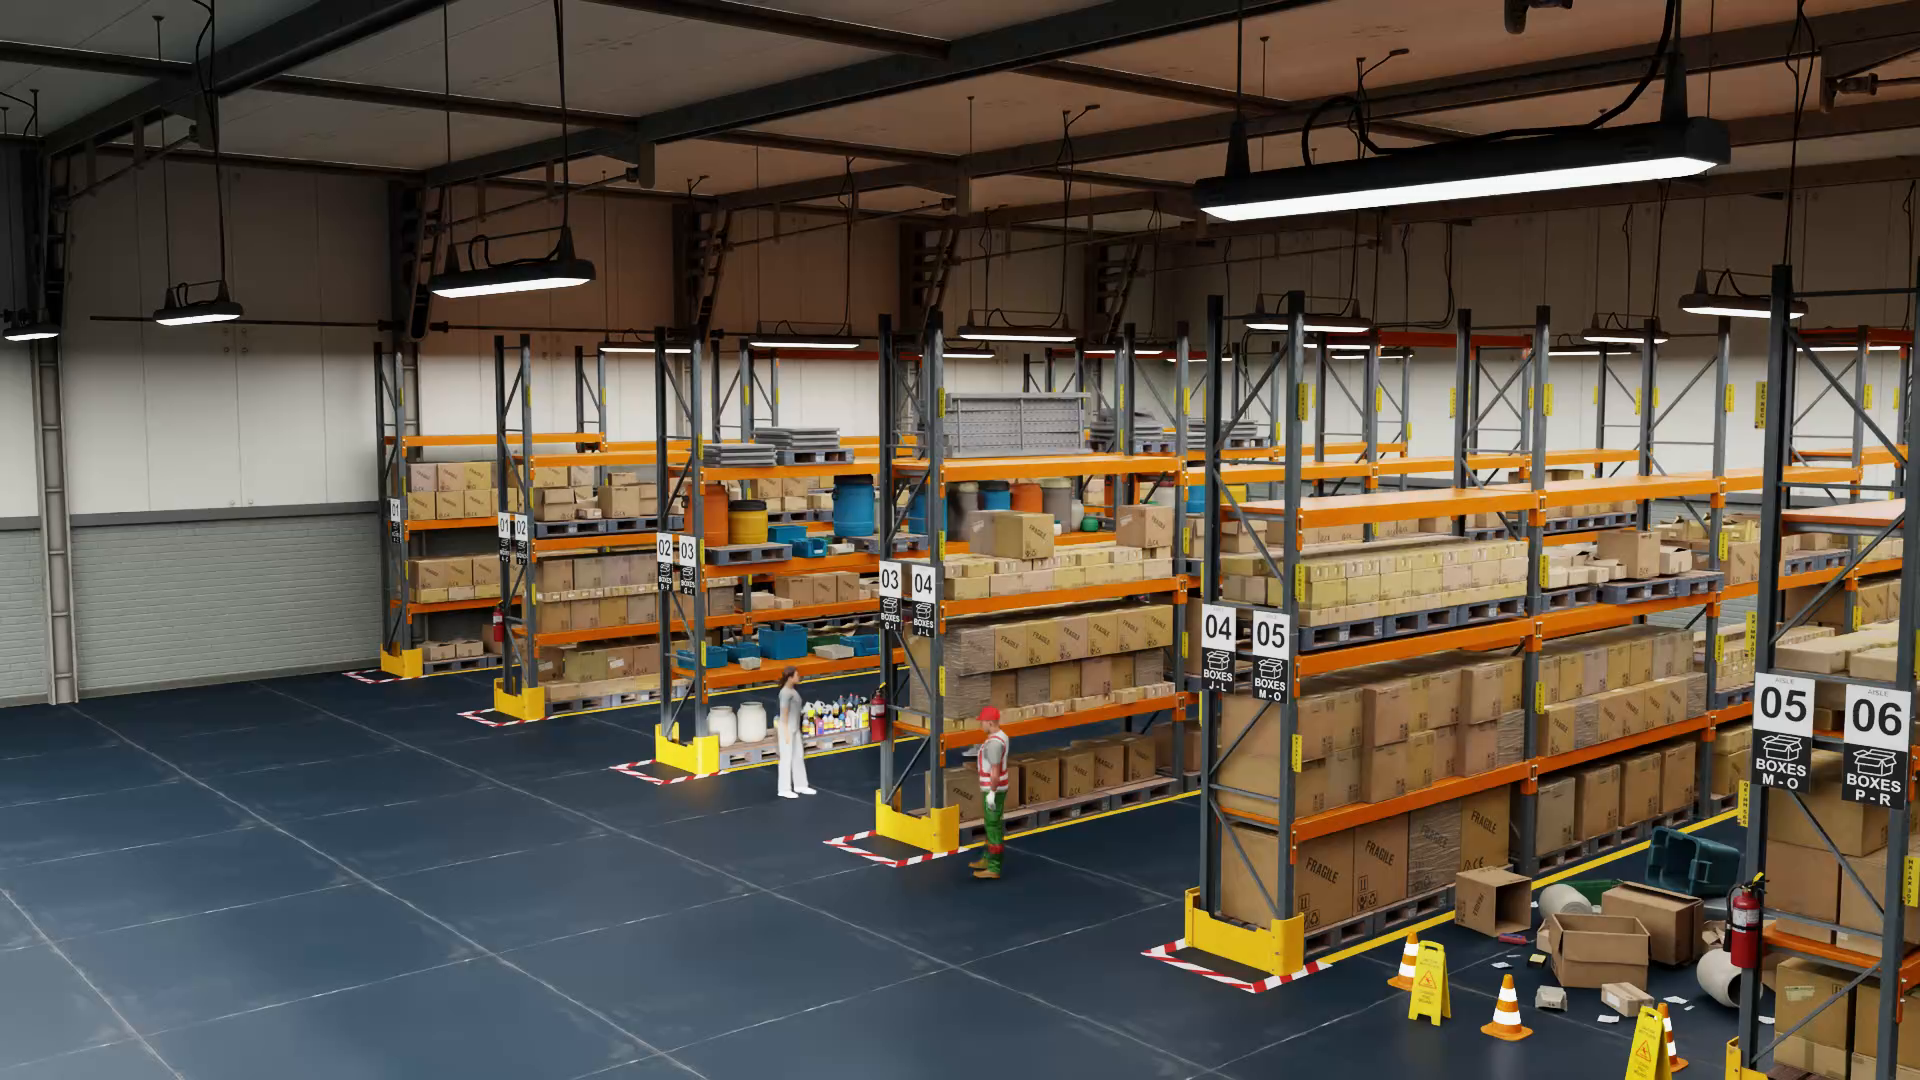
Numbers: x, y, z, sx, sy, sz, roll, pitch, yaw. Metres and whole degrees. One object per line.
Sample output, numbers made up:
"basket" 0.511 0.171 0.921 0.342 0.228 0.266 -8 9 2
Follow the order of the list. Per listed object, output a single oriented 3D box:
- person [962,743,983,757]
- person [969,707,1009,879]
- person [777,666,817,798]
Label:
"person" 0.276 2.180 23.340 0.418 1.697 0.527 2 6 25
"person" 0.303 2.657 17.707 0.433 1.781 0.602 0 5 2
"person" -2.087 2.432 21.065 0.455 1.694 0.517 1 5 8
